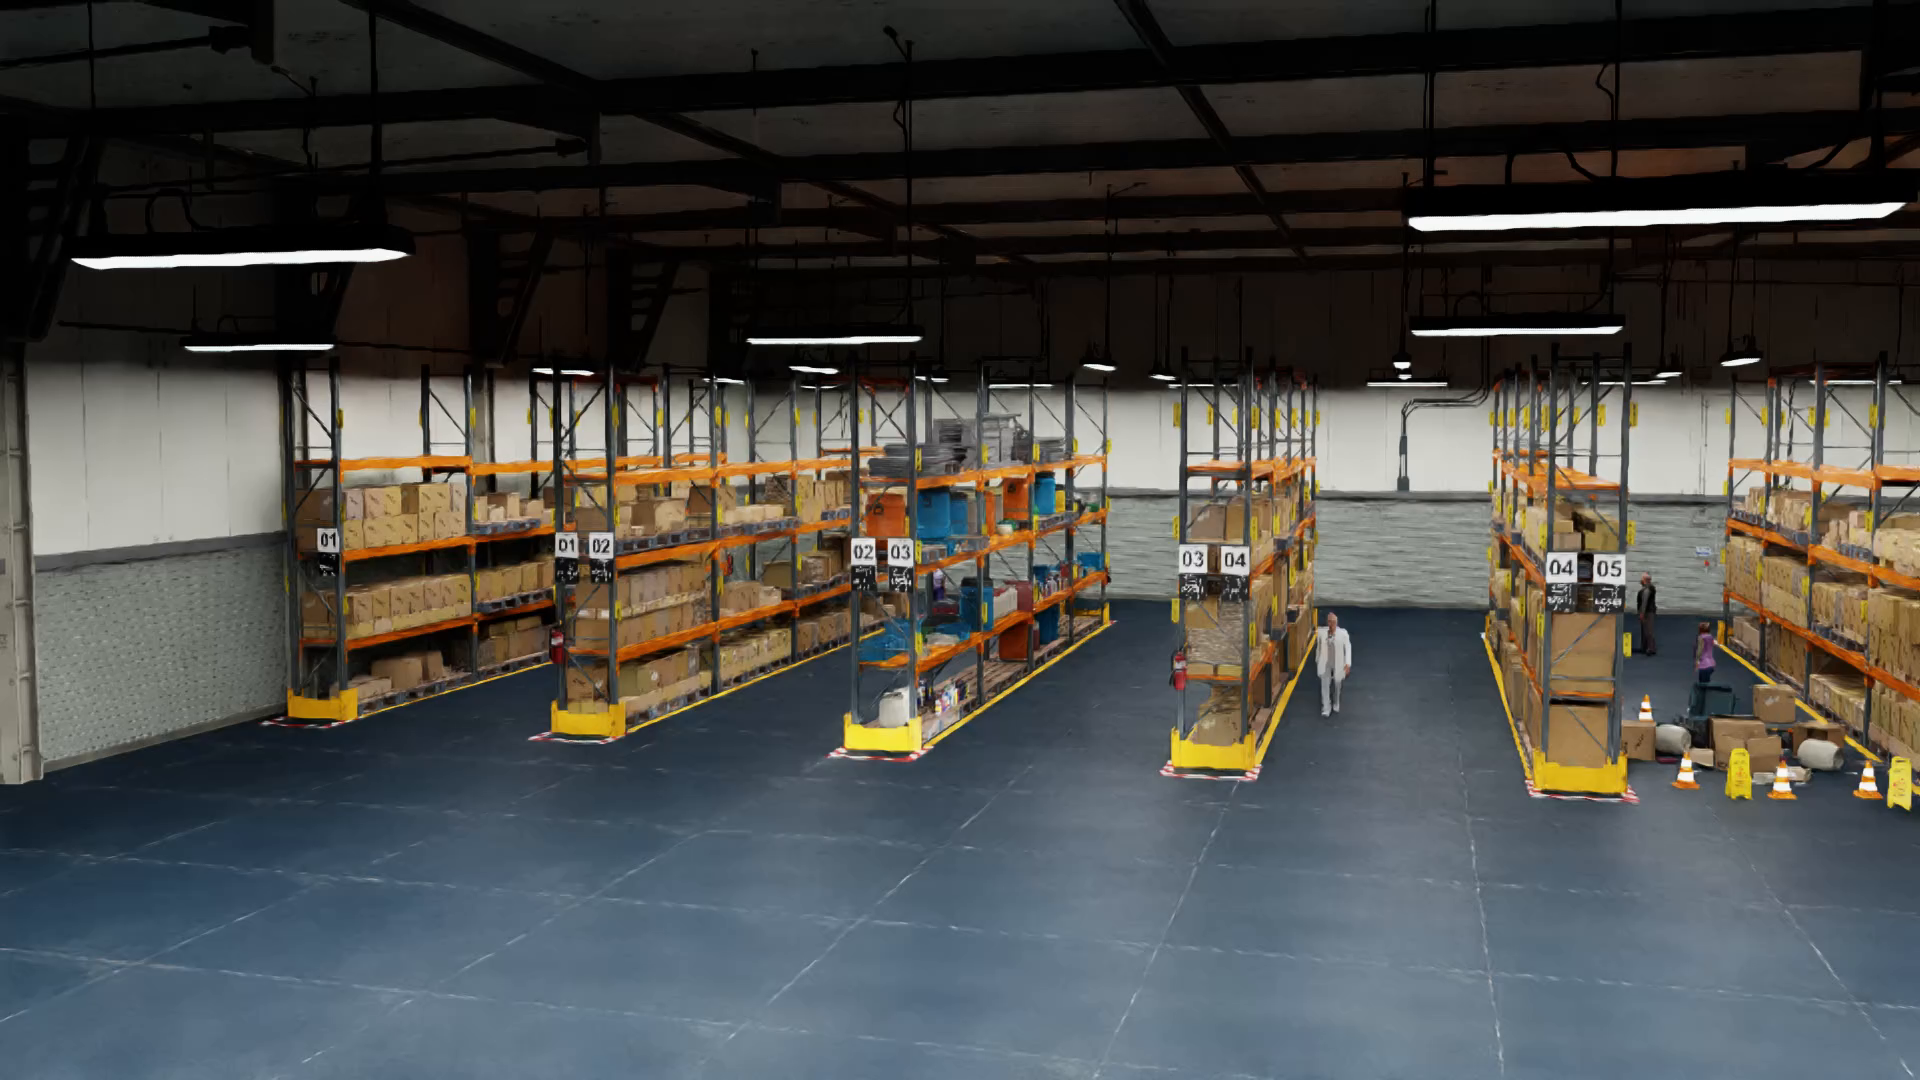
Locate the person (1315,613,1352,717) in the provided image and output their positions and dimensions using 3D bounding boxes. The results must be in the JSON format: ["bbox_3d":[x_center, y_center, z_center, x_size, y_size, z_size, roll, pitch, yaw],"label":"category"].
[{"bbox_3d":[6.272,2.084,27.962,0.603,1.724,1.110,1,4,14],"label":"person"}]

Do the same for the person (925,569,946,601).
[{"bbox_3d":[-0.611,1.251,40.359,0.479,1.553,1.090,1,4,18],"label":"person"}]

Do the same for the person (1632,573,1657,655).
[{"bbox_3d":[14.474,1.549,35.126,0.553,1.720,0.607,3,5,34],"label":"person"}]

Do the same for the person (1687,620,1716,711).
[{"bbox_3d":[12.475,2.142,27.937,0.526,1.592,0.522,4,6,45],"label":"person"}]
